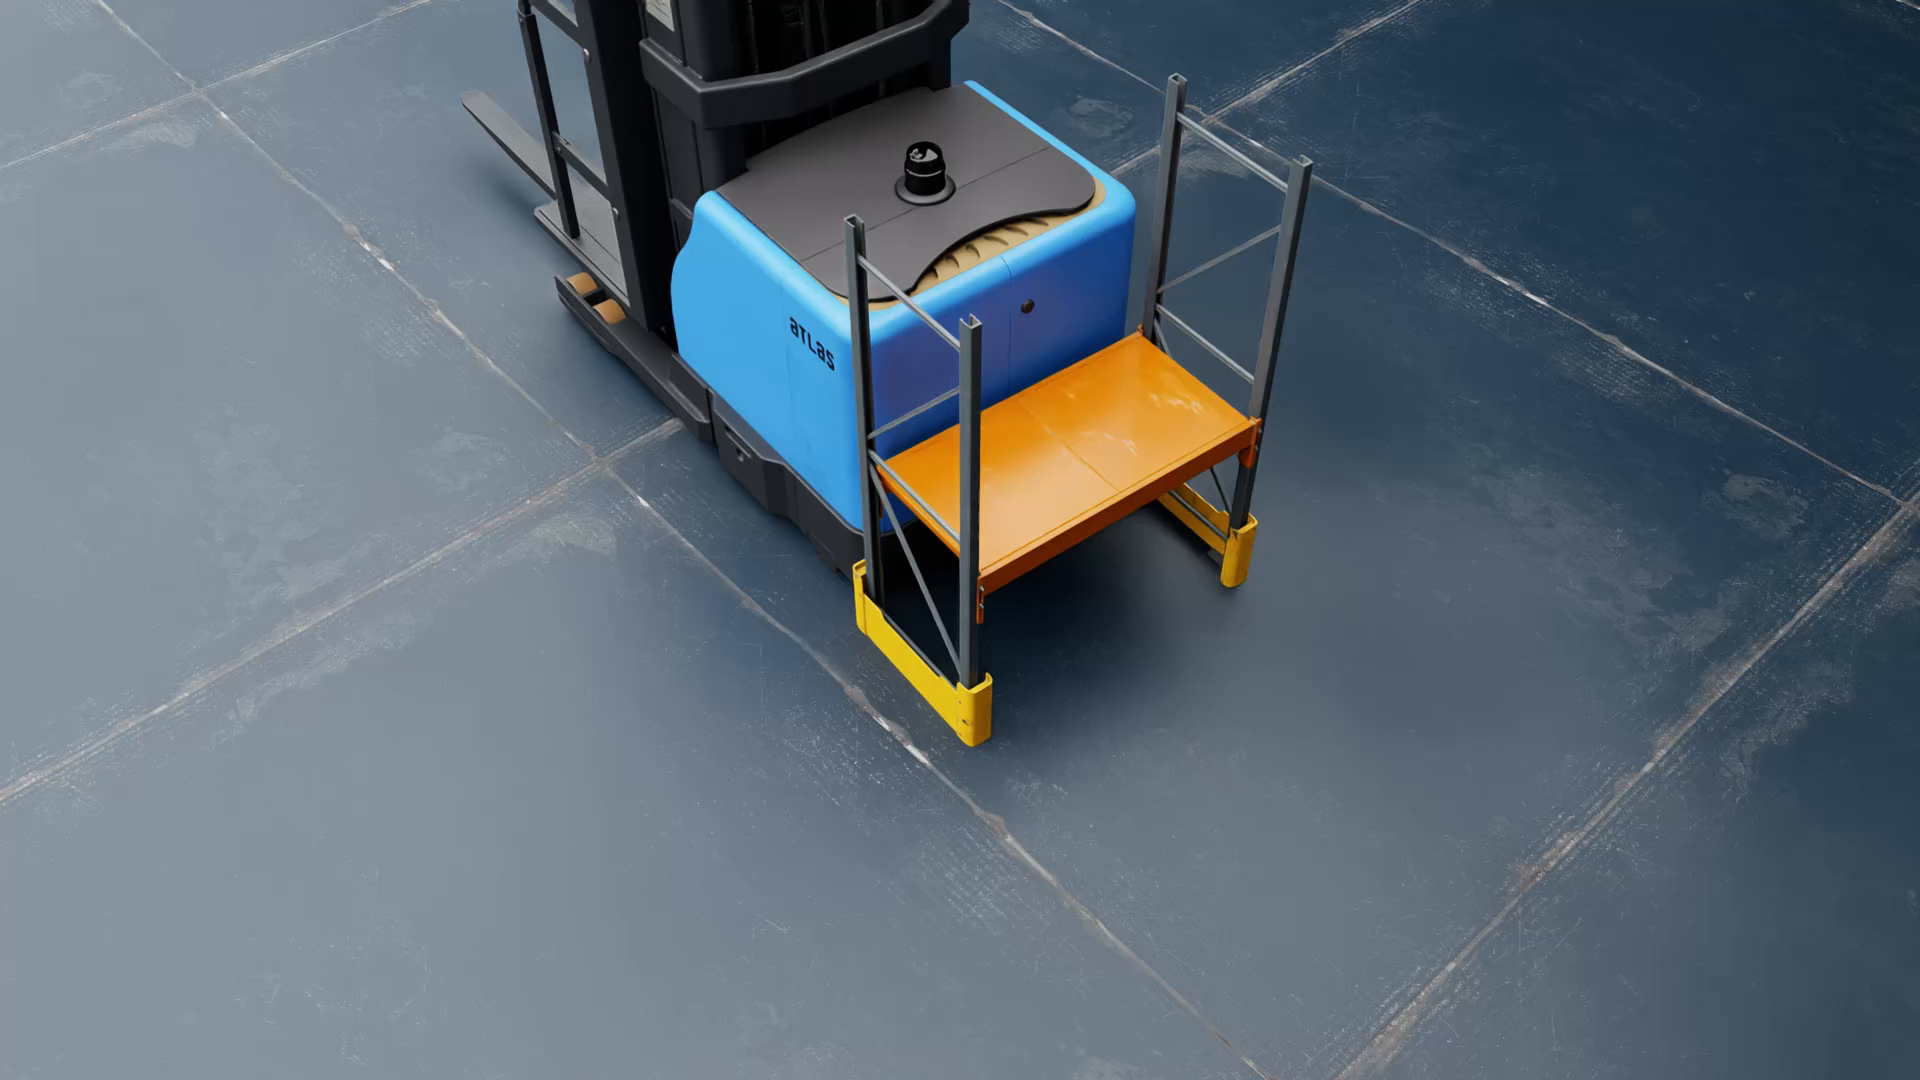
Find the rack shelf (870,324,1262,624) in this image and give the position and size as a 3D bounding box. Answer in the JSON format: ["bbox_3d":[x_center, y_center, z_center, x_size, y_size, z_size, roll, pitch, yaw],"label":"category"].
[{"bbox_3d":[0.295,-0.208,4.667,1.000,0.185,0.538,-29,54,-24],"label":"rack shelf"}]

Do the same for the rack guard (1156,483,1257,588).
[{"bbox_3d":[0.686,-0.122,5.192,0.087,0.250,0.587,-29,54,-24],"label":"rack guard"}]

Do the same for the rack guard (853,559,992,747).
[{"bbox_3d":[-0.112,0.317,4.788,0.087,0.250,0.587,-29,54,-24],"label":"rack guard"}]

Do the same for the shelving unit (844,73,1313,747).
[{"bbox_3d":[0.287,-0.326,4.531,1.083,1.500,0.587,-29,54,-24],"label":"shelving unit"}]

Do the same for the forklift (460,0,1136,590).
[{"bbox_3d":[-0.783,-1.876,4.987,1.130,2.935,3.031,-30,54,-25],"label":"forklift"}]

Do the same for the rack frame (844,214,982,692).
[{"bbox_3d":[-0.113,-0.107,4.328,0.032,1.500,0.500,-29,54,-24],"label":"rack frame"}]

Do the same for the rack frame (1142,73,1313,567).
[{"bbox_3d":[0.702,-0.554,4.741,0.032,1.500,0.500,-29,54,-24],"label":"rack frame"}]
